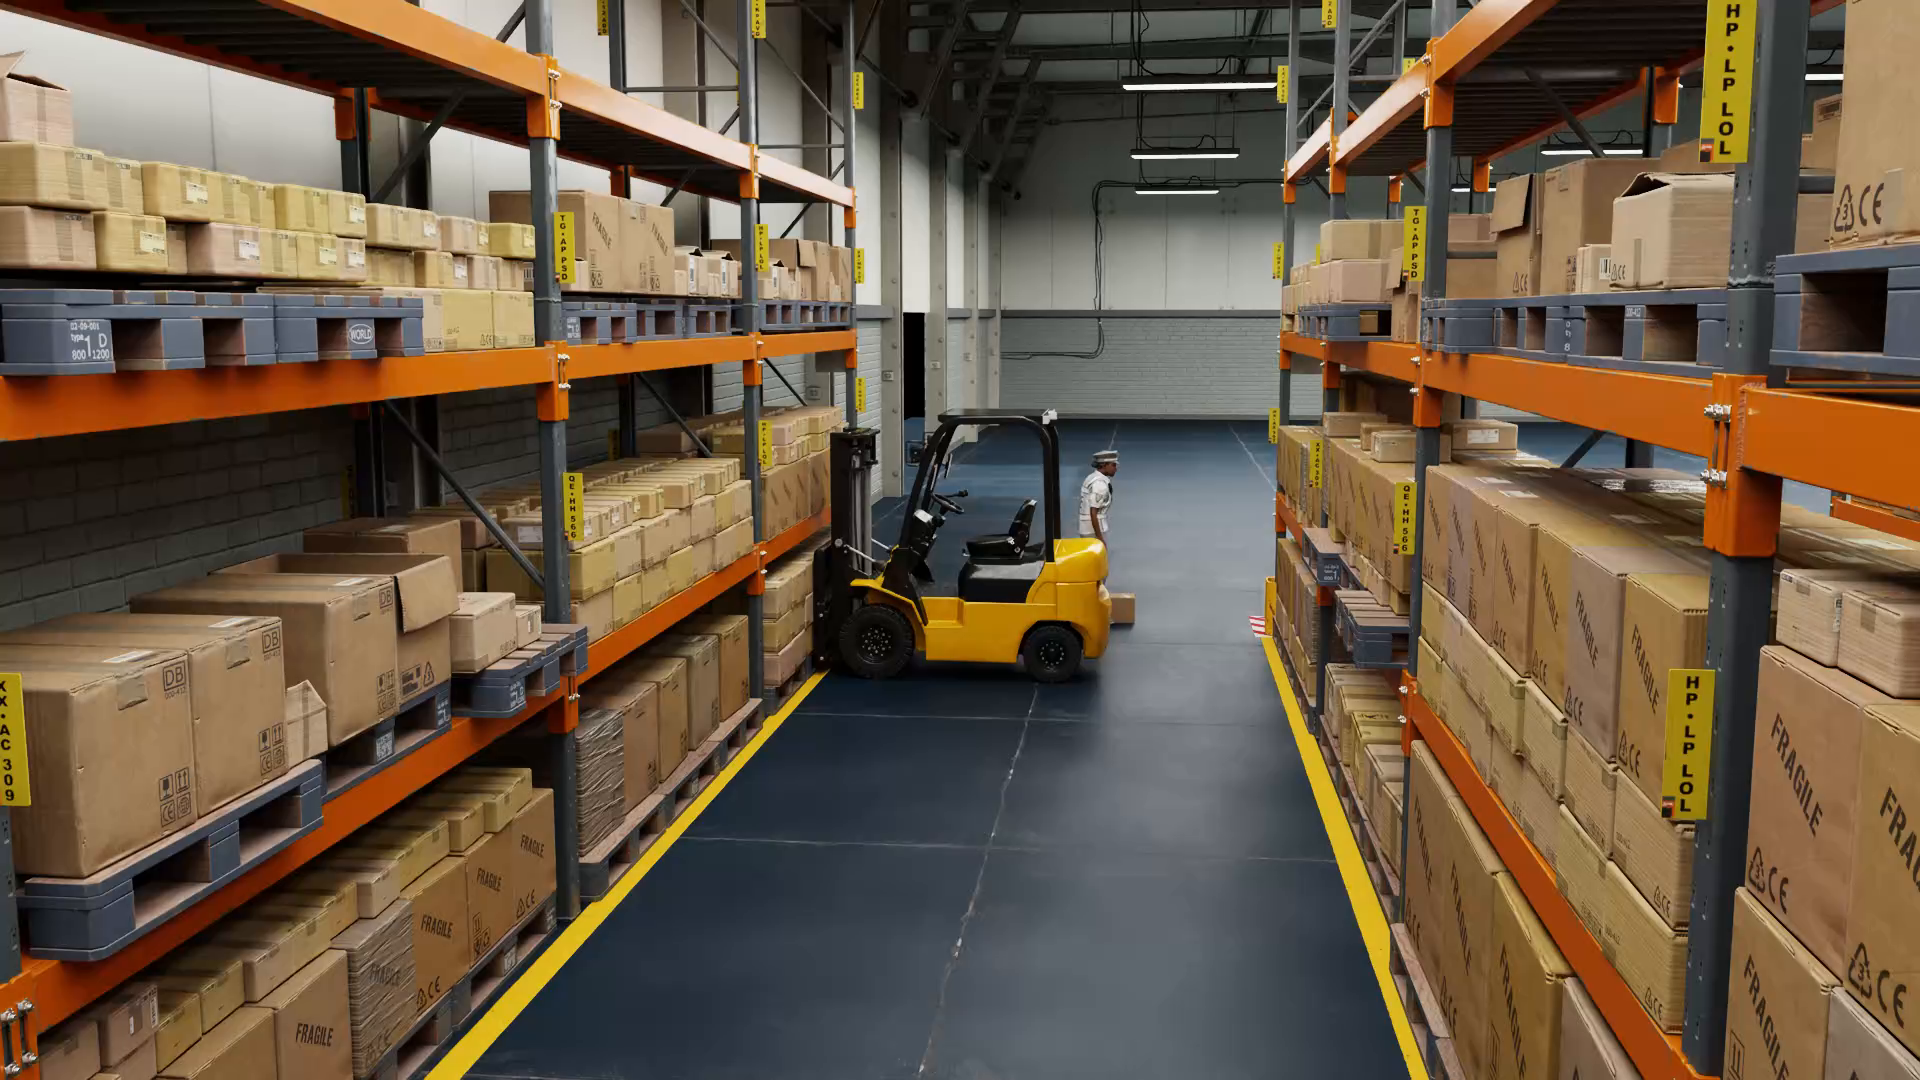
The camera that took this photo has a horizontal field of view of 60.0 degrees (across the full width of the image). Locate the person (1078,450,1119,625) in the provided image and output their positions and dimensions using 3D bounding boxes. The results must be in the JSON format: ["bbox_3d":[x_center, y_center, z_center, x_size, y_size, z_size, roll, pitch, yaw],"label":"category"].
[{"bbox_3d":[1.338,-0.036,16.069,0.395,1.659,0.508,1,8,6],"label":"person"}]
